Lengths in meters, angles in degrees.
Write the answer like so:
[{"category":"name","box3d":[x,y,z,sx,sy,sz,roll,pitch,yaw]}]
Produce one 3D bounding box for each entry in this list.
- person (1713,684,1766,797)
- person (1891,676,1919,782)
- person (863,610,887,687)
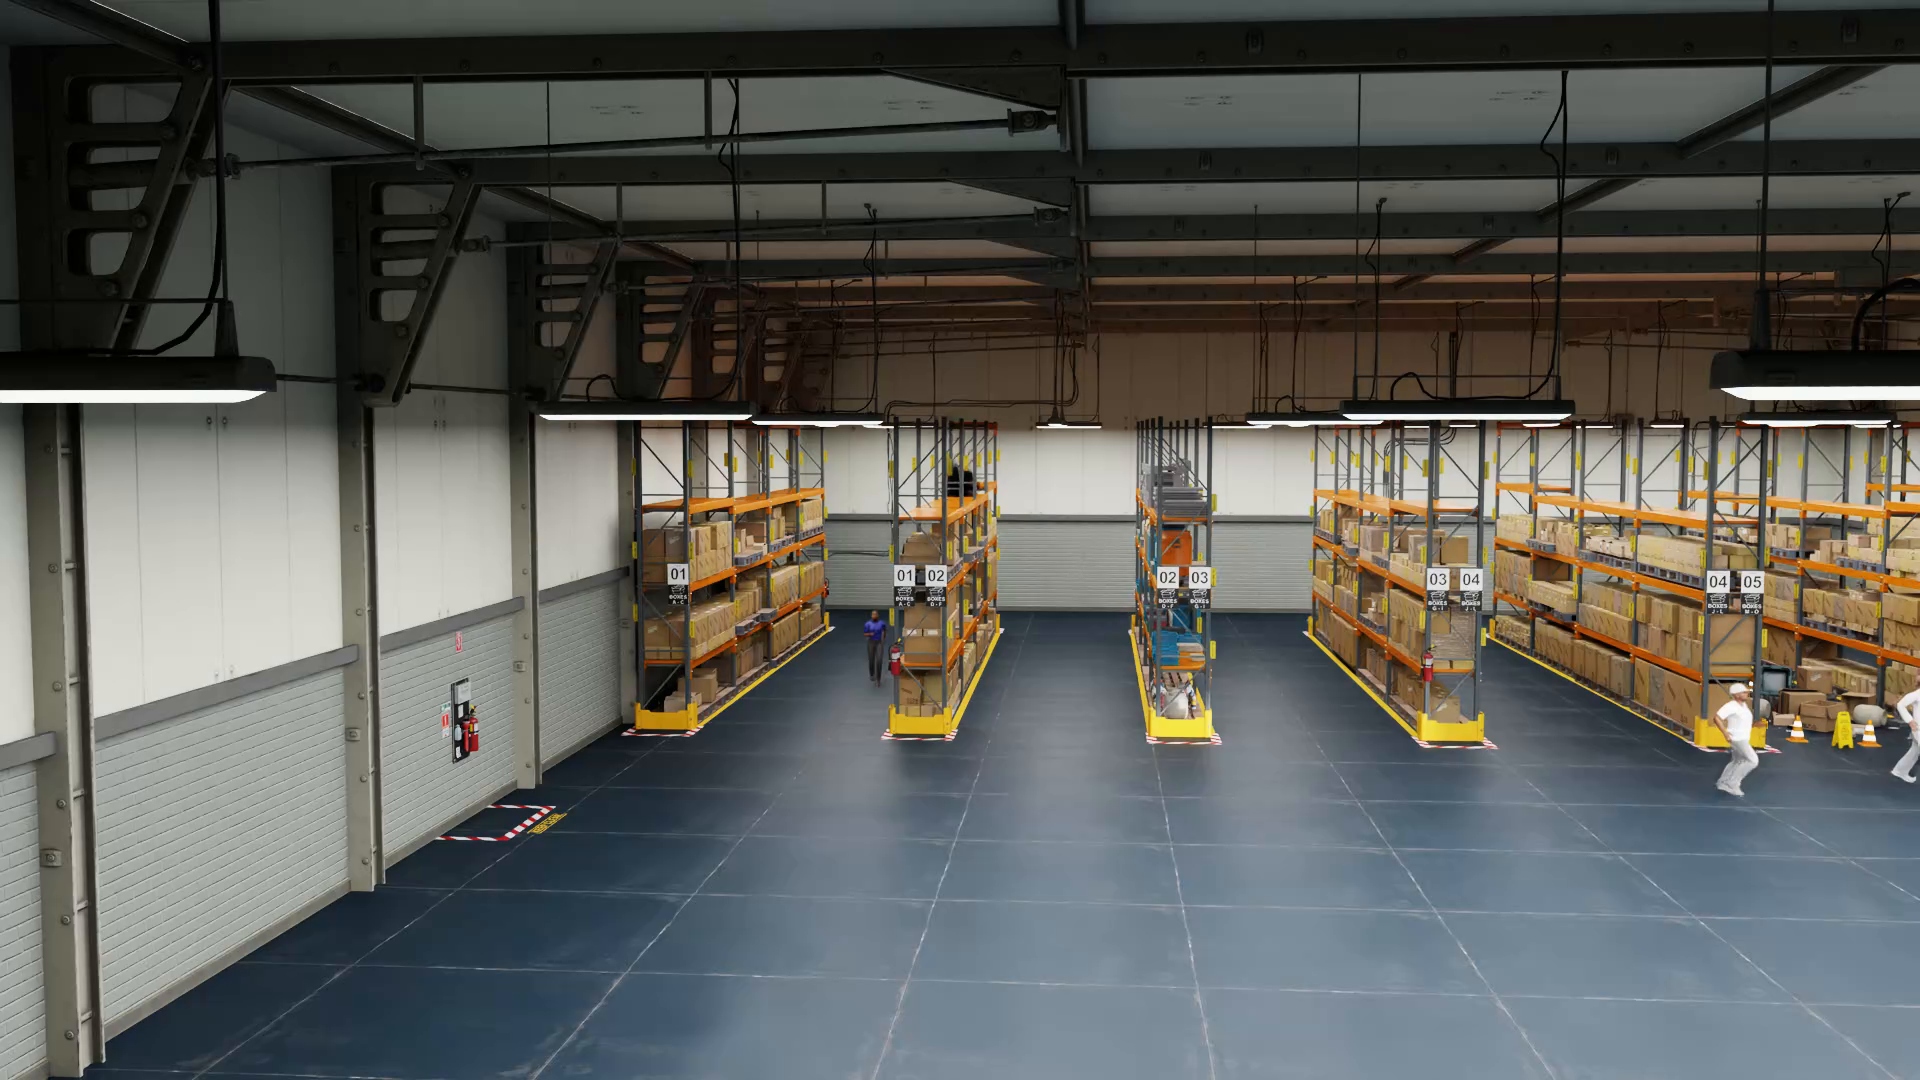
[{"category":"person","box3d":[12.242,3.138,26.080,0.697,1.765,0.676,3,5,40]},{"category":"person","box3d":[15.424,3.089,26.692,0.855,1.848,0.672,4,5,45]},{"category":"person","box3d":[-1.922,2.428,37.612,0.566,1.700,0.772,0,4,-5]}]
